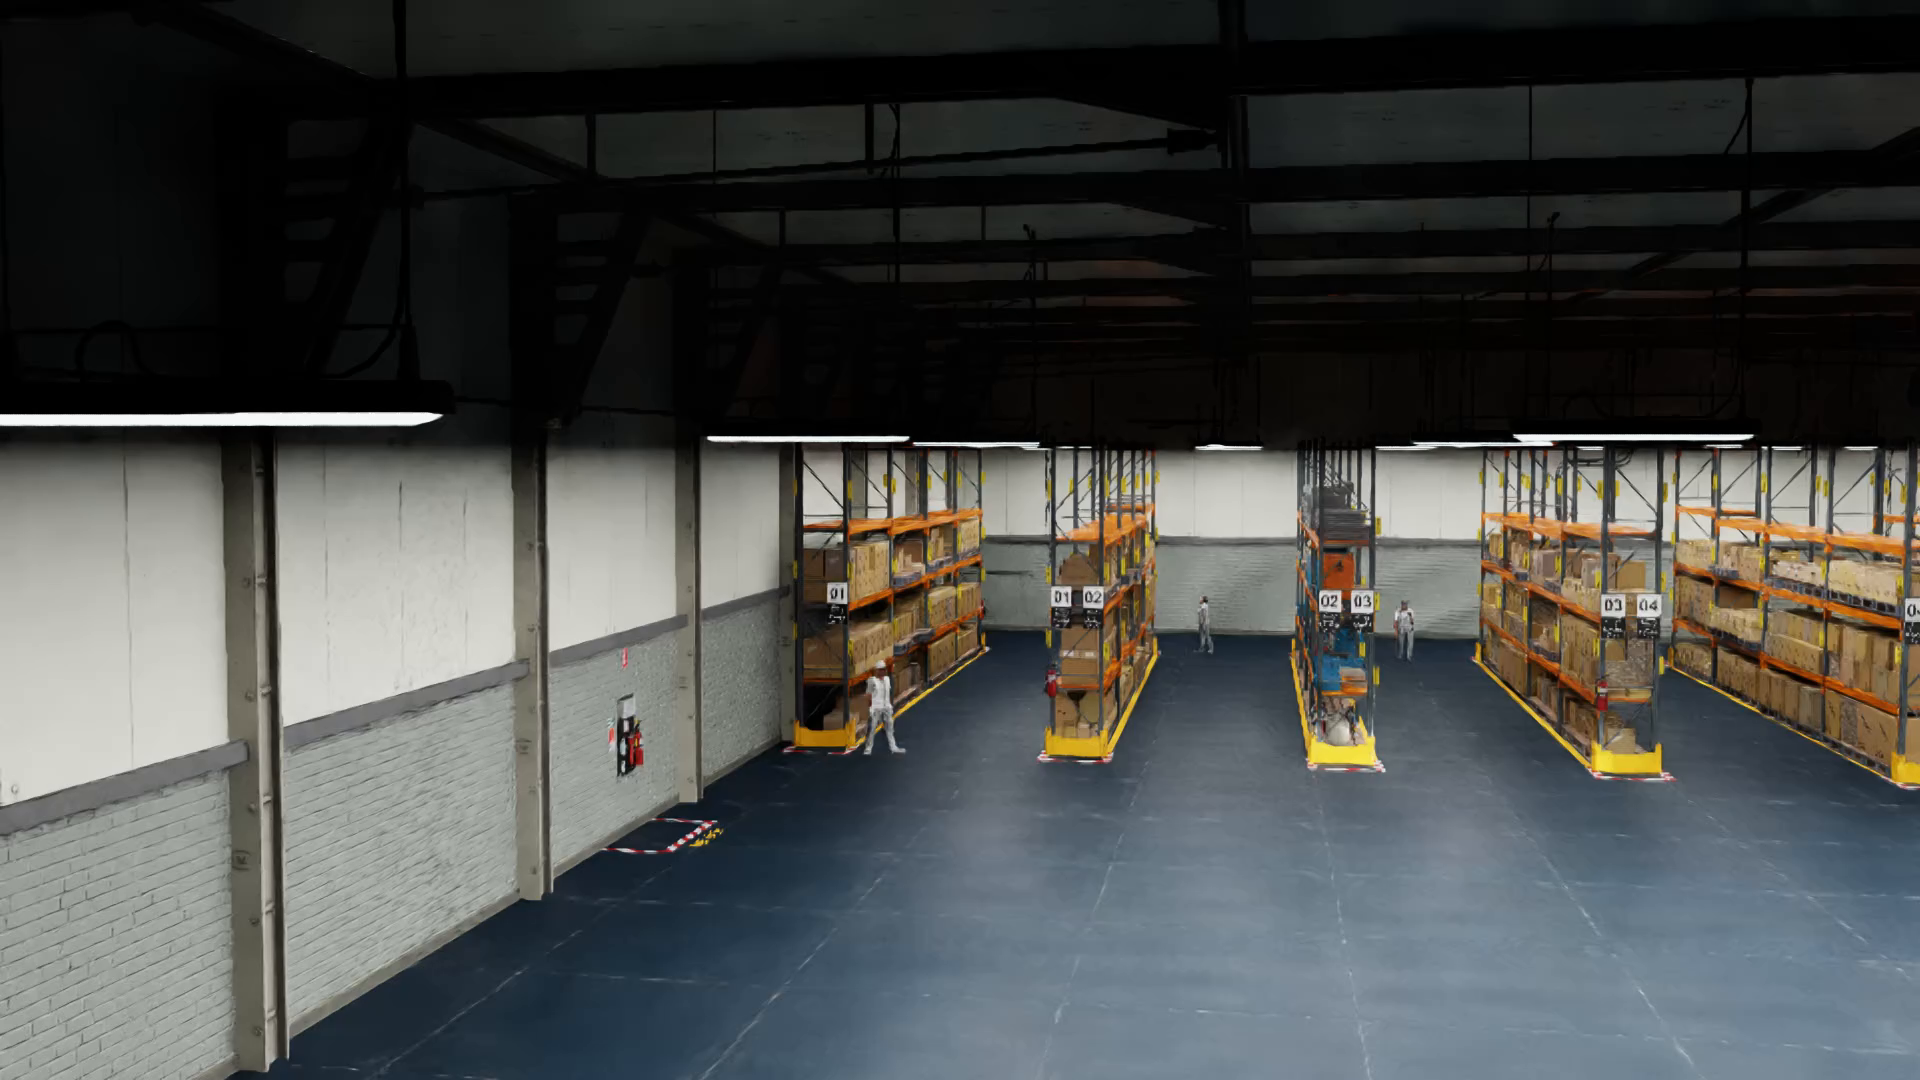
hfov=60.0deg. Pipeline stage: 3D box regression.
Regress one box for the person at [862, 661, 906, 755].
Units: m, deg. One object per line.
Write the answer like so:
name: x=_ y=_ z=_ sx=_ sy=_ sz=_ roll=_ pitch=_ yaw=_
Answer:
person: x=-1.472 y=3.158 z=31.369 sx=0.738 sy=1.775 sz=0.575 roll=-3 pitch=4 yaw=-41

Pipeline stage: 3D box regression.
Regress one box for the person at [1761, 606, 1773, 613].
person: x=21.404 y=2.555 z=44.108 sx=0.563 sy=1.651 sz=0.683 roll=1 pitch=3 yaw=20

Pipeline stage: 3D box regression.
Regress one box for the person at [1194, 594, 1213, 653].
person: x=6.952 y=2.387 z=47.296 sx=0.507 sy=1.669 sz=0.577 roll=0 pitch=3 yaw=-1

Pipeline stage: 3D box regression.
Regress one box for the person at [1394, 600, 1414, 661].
person: x=12.177 y=2.458 z=45.603 sx=0.542 sy=1.672 sz=1.126 roll=1 pitch=3 yaw=12
